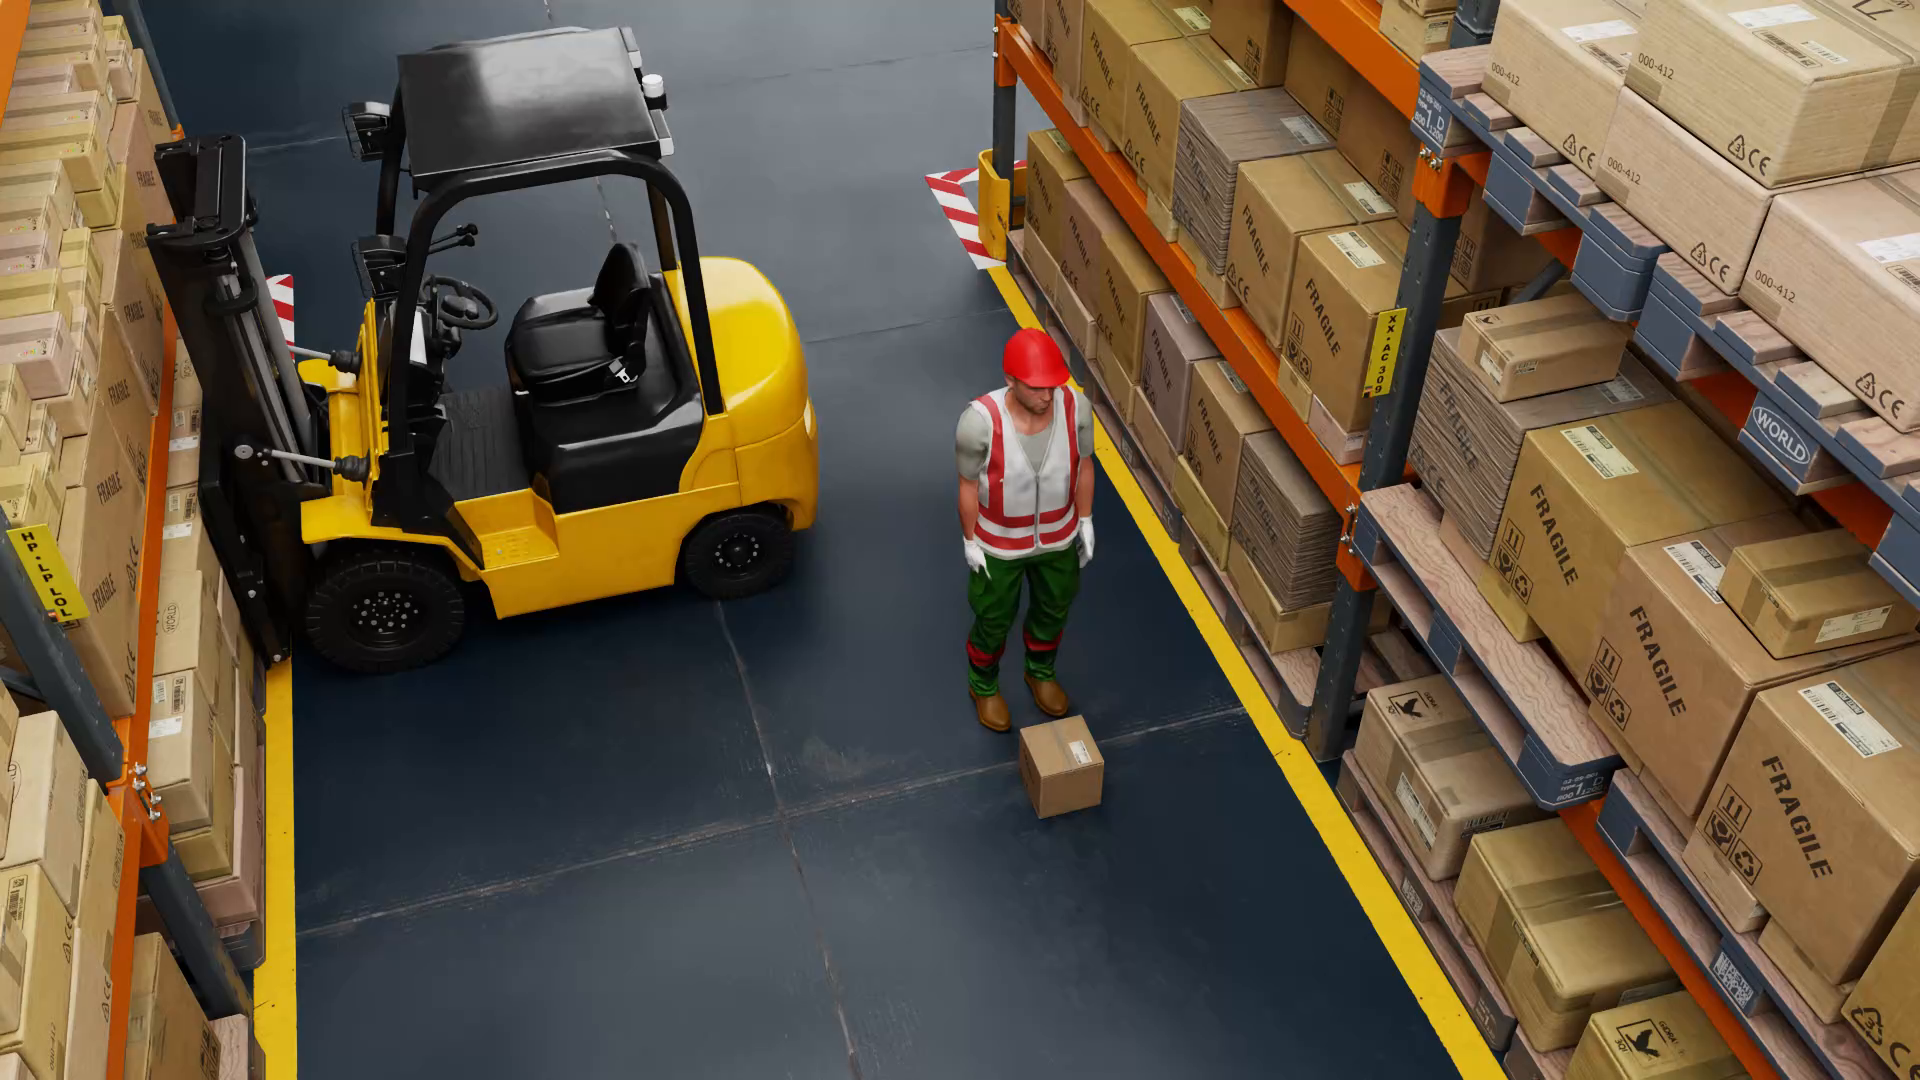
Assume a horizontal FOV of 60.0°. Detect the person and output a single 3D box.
[{"bbox_3d":[0.248,-0.023,6.169,0.526,1.783,0.340,-12,43,-13],"label":"person"}]
